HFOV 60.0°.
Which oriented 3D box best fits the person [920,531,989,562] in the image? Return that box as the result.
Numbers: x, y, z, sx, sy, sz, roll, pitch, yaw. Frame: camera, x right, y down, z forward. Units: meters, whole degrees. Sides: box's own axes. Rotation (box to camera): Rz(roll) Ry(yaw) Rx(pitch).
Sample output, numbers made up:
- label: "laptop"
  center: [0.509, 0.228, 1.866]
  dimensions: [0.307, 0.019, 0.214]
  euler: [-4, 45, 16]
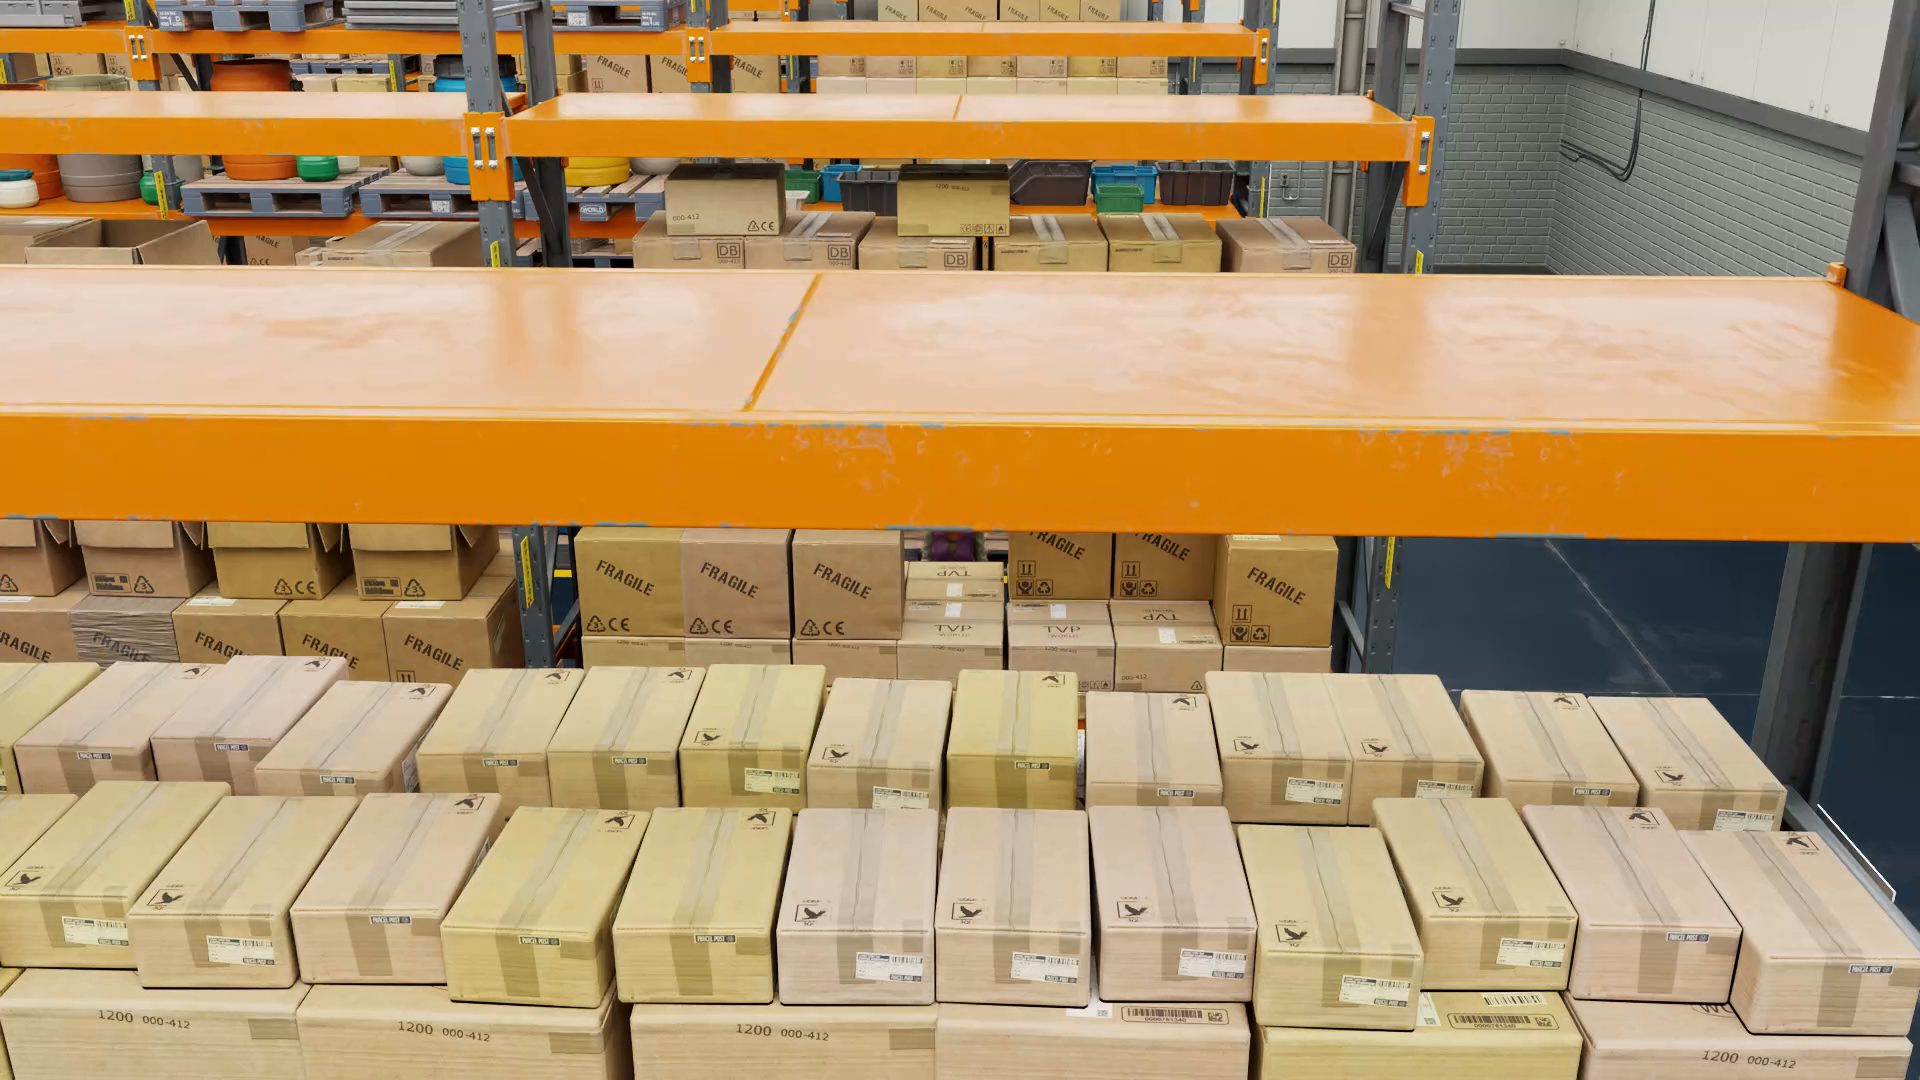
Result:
- label: "person"
  center: [-0.033, 0.352, 10.858]
  dimensions: [0.447, 1.482, 0.497]
  euler: [1, 21, 3]
